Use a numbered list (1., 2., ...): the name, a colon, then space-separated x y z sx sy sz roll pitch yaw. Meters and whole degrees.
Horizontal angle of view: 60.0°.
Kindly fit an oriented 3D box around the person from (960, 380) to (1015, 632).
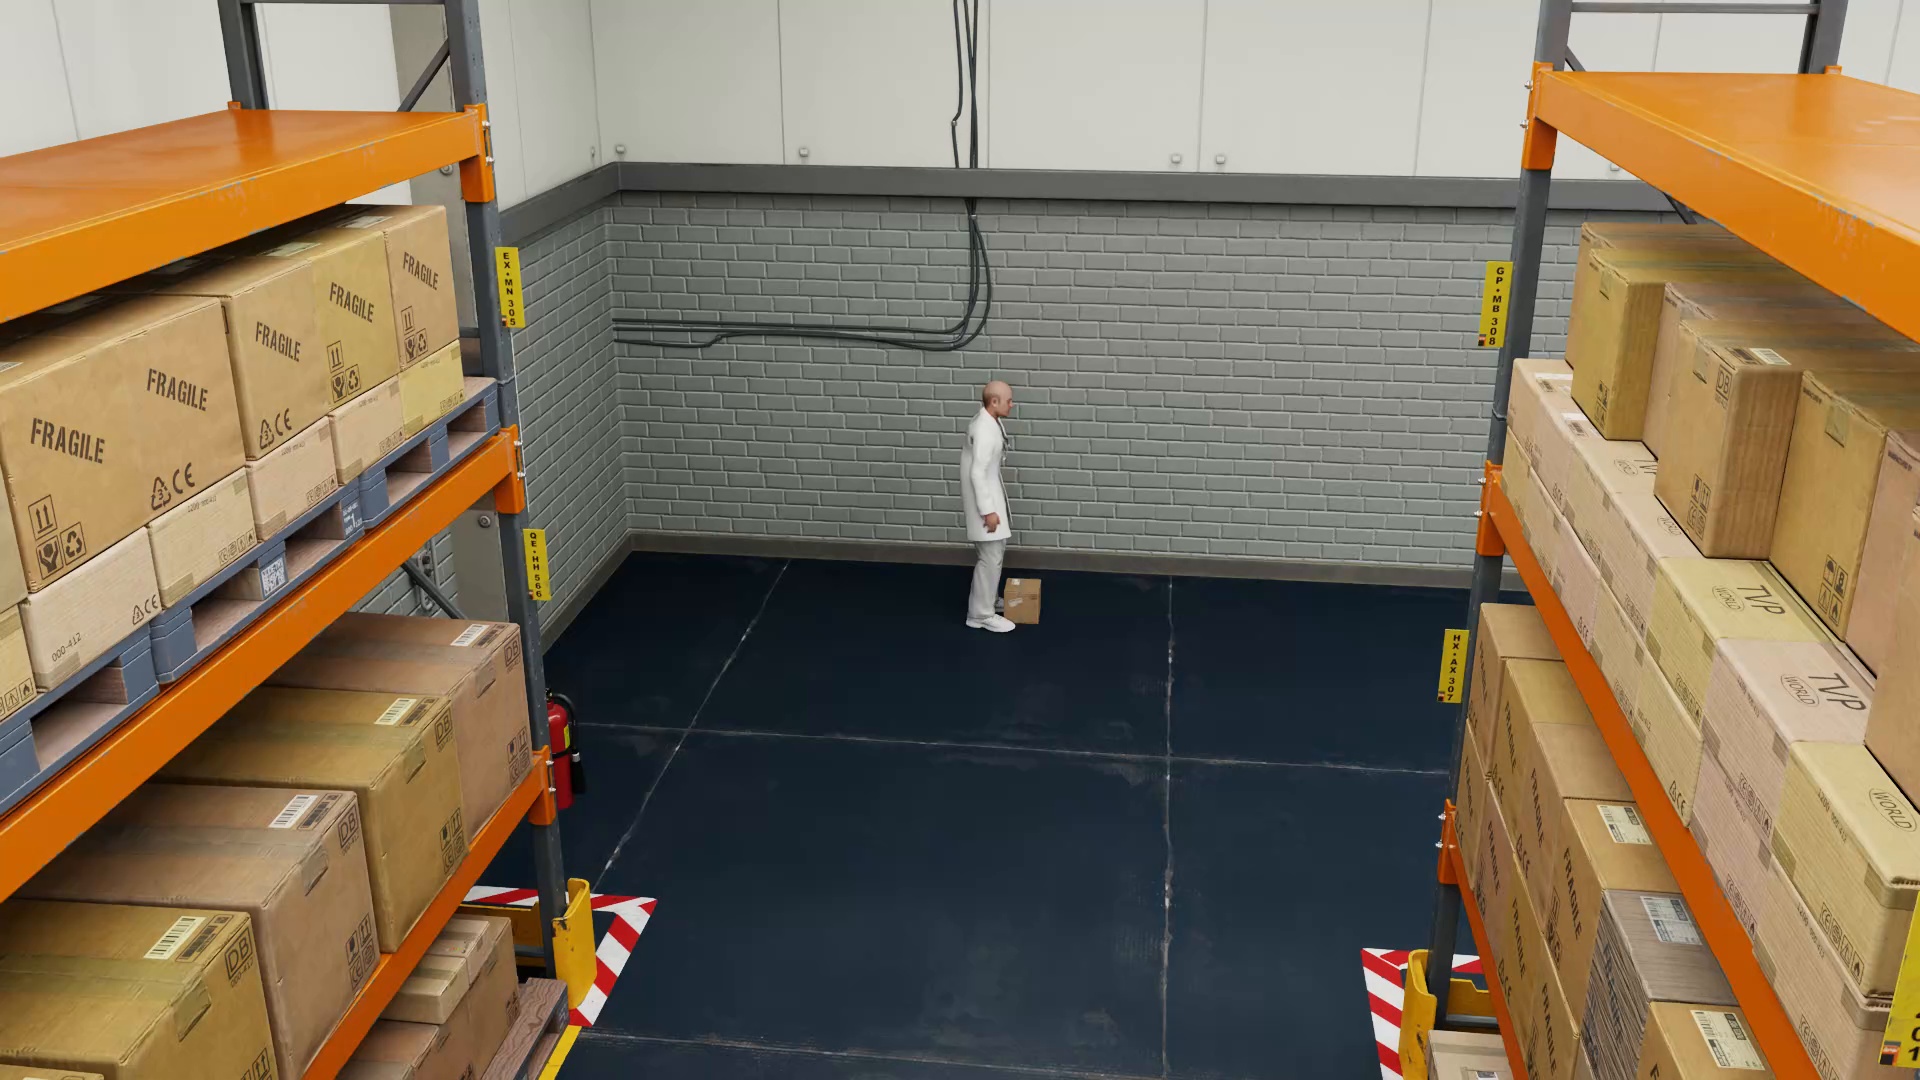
1. person: 0.211 -0.267 11.801 0.428 1.774 0.644 3 21 7
